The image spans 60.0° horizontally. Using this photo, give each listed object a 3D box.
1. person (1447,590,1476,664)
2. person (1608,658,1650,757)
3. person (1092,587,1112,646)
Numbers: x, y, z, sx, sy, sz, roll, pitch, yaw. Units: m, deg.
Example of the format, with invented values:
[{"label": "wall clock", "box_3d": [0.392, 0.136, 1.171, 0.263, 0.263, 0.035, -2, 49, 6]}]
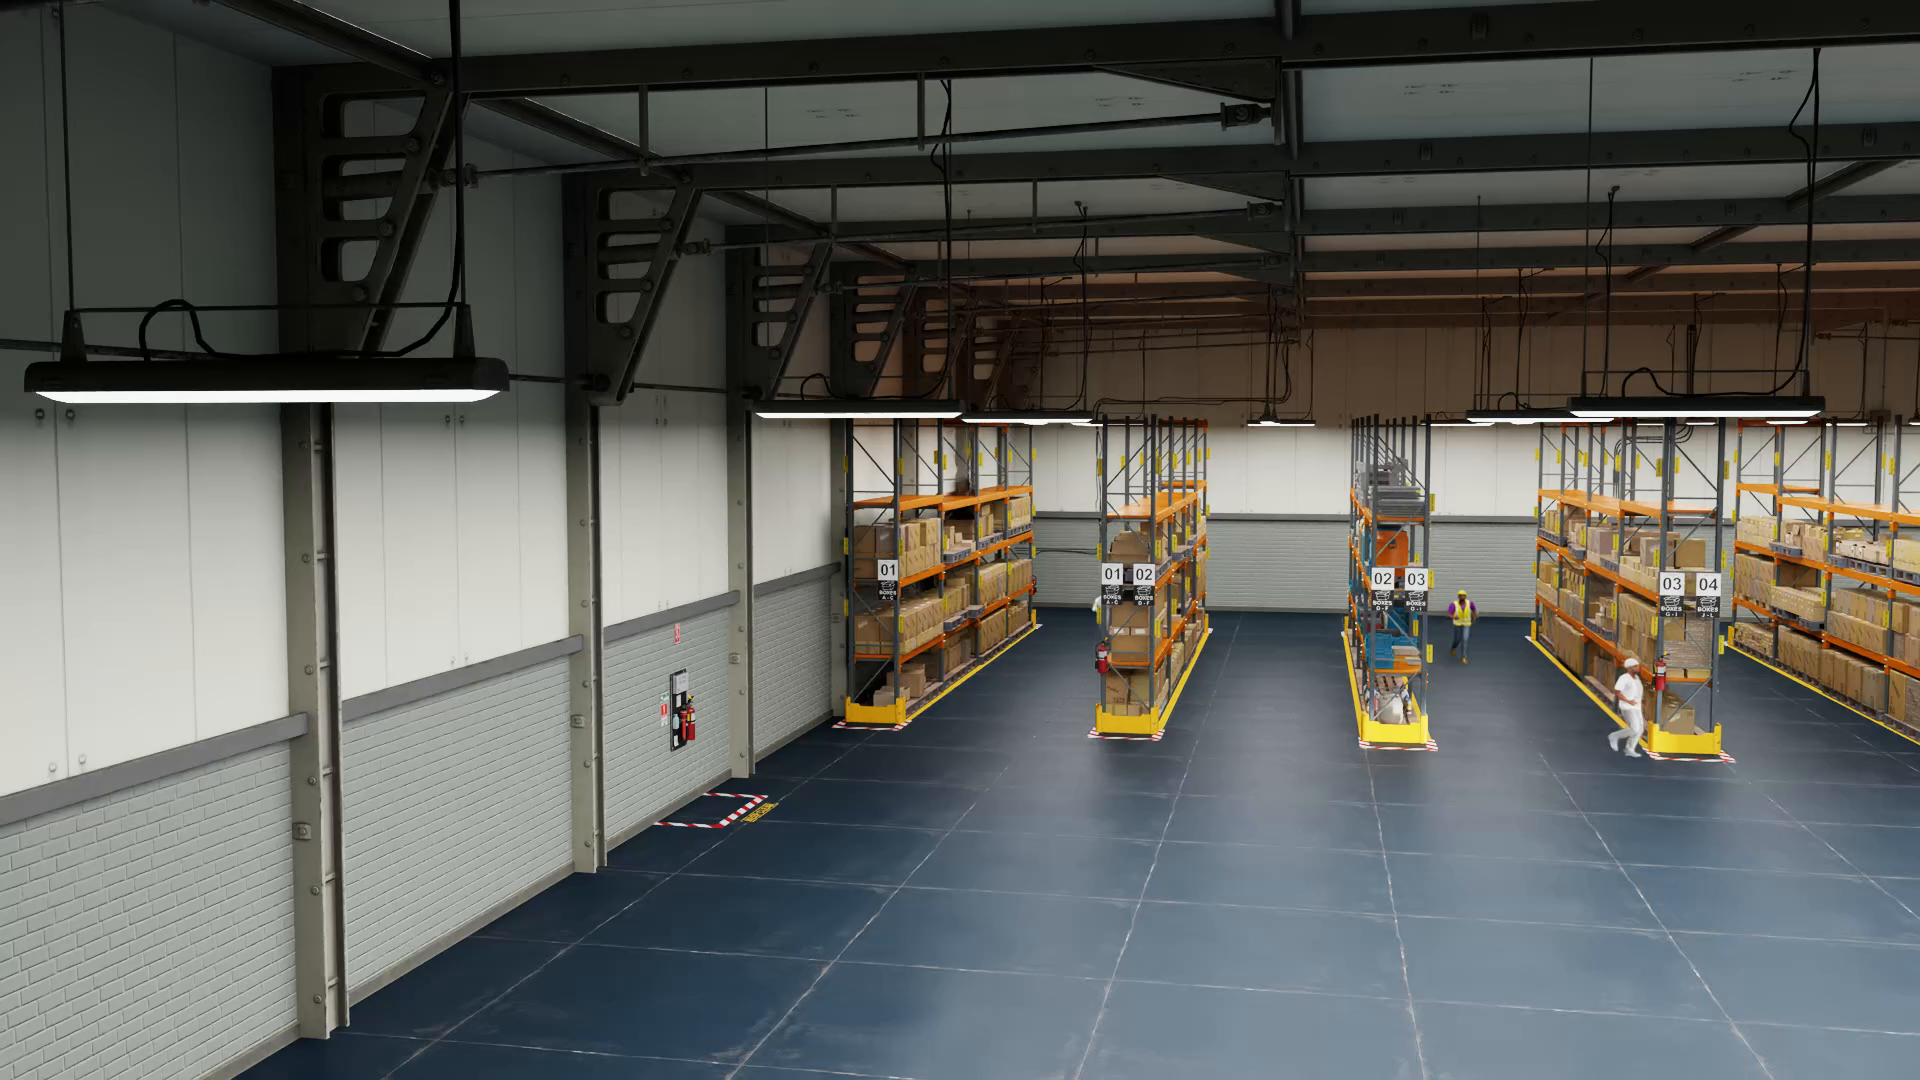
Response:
[{"label": "person", "box_3d": [12.369, 2.112, 40.995, 0.710, 1.771, 0.973, 1, 4, 10]}, {"label": "person", "box_3d": [11.691, 2.923, 29.090, 0.689, 1.722, 0.597, -4, 5, -43]}, {"label": "person", "box_3d": [3.732, 2.025, 42.899, 0.624, 1.701, 0.895, 1, 4, 15]}]
